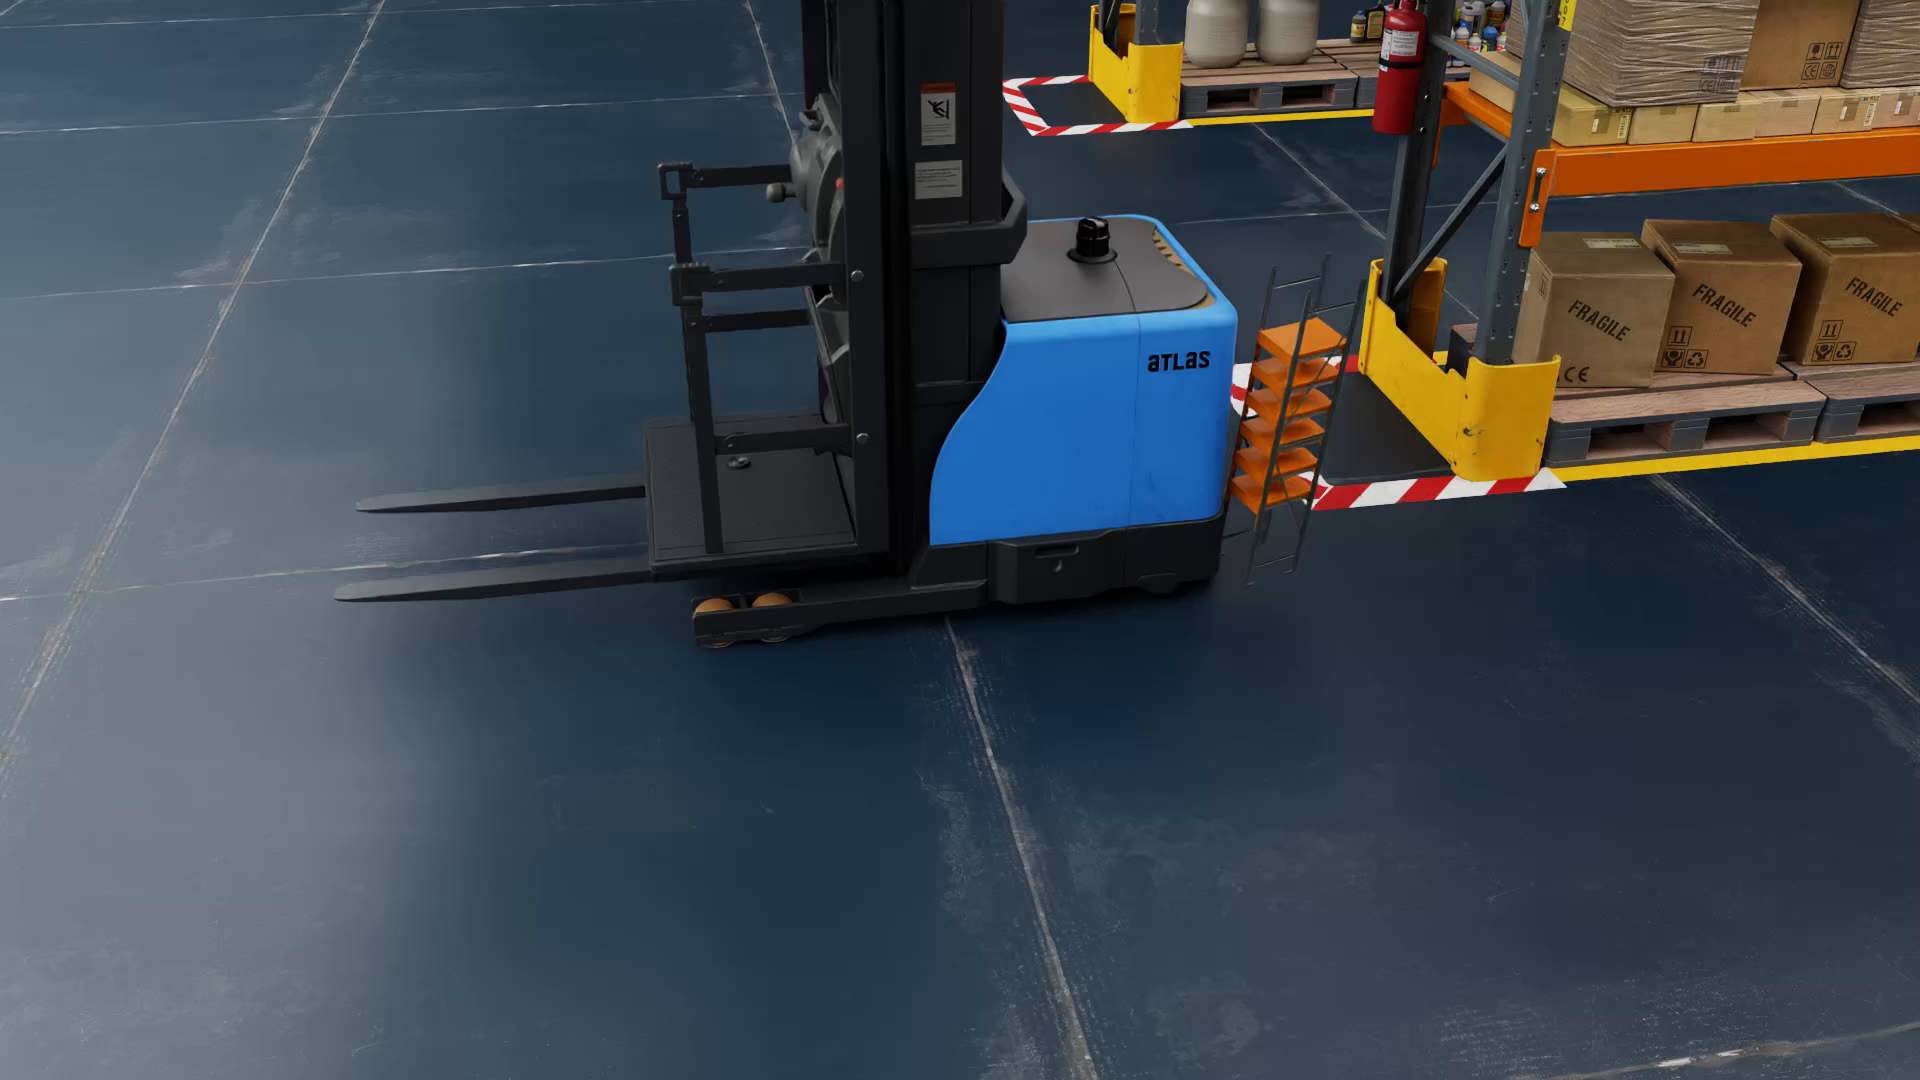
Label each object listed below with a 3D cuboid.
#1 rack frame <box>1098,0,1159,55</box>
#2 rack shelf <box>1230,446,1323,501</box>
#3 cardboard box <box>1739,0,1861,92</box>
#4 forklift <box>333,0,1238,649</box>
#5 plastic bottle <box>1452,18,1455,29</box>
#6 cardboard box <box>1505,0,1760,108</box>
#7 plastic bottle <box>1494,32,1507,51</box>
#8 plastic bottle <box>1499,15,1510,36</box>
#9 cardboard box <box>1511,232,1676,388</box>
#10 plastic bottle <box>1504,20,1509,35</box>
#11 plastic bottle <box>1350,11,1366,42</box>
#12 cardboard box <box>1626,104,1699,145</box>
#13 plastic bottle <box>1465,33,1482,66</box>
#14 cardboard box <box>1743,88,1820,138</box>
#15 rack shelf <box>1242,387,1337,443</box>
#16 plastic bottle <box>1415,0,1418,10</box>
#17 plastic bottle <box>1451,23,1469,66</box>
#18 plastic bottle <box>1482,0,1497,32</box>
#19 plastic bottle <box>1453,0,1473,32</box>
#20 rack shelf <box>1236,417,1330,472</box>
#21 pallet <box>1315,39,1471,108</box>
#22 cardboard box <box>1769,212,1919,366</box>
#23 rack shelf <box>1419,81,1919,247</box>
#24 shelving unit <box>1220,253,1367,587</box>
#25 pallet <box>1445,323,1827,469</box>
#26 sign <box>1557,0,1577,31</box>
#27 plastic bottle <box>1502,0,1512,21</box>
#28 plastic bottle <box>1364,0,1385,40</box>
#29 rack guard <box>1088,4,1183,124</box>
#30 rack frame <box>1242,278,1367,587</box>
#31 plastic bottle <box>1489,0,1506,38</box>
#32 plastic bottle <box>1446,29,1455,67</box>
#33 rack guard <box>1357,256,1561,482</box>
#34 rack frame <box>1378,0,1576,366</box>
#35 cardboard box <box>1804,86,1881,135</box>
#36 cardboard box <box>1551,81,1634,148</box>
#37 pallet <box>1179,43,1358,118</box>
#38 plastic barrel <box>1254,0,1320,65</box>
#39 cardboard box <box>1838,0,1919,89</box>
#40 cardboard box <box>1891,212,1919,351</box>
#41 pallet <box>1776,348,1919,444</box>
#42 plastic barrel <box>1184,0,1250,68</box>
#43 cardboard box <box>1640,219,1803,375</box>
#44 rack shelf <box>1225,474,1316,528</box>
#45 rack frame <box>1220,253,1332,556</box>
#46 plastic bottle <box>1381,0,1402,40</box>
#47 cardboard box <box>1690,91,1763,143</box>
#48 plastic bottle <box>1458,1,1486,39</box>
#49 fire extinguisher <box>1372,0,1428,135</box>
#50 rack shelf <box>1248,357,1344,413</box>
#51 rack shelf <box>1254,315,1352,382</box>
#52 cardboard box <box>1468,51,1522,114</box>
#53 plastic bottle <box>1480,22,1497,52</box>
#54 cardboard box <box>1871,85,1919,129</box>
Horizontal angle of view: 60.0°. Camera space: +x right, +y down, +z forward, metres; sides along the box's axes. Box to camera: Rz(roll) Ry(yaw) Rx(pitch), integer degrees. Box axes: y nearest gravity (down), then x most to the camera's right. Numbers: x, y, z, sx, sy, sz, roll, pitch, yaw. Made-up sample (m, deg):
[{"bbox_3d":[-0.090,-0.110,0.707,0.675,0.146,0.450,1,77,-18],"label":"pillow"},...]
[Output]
[{"bbox_3d":[1.110,-4.290,10.586,0.127,3.000,1.000,-5,31,-9],"label":"rack frame"},{"bbox_3d":[1.104,-0.256,5.808,0.258,0.103,0.180,-15,42,-24],"label":"rack shelf"},{"bbox_3d":[3.019,-2.134,6.527,0.500,0.500,0.875,-5,31,-9],"label":"cardboard box"},{"bbox_3d":[-0.641,-1.187,5.377,3.031,2.935,1.130,-6,31,-9],"label":"forklift"},{"bbox_3d":[3.454,-3.642,11.812,0.097,0.201,0.097,0,30,0],"label":"plastic bottle"},{"bbox_3d":[2.548,-2.028,6.348,0.500,0.500,0.875,-5,31,-9],"label":"cardboard box"},{"bbox_3d":[3.685,-3.351,11.317,0.097,0.201,0.097,0,30,0],"label":"plastic bottle"},{"bbox_3d":[3.777,-3.464,11.428,0.133,0.283,0.061,-5,31,-9],"label":"plastic bottle"},{"bbox_3d":[2.620,-0.972,6.996,0.500,0.500,0.500,0,30,0],"label":"cardboard box"},{"bbox_3d":[3.796,-3.408,11.340,0.135,0.276,0.152,-5,31,-8],"label":"plastic bottle"},{"bbox_3d":[2.838,-3.659,11.841,0.097,0.201,0.097,0,30,0],"label":"plastic bottle"},{"bbox_3d":[2.575,-1.632,6.315,0.250,0.149,0.380,-5,31,-9],"label":"cardboard box"},{"bbox_3d":[3.483,-3.333,11.285,0.097,0.201,0.097,0,30,0],"label":"plastic bottle"},{"bbox_3d":[3.066,-1.681,6.397,0.250,0.149,0.380,-5,31,-9],"label":"cardboard box"},{"bbox_3d":[1.120,-0.446,5.662,0.258,0.103,0.180,-15,42,-24],"label":"rack shelf"},{"bbox_3d":[3.227,-3.713,11.859,0.135,0.276,0.152,-6,31,-10],"label":"plastic bottle"},{"bbox_3d":[3.385,-3.354,11.252,0.097,0.271,0.097,0,30,0],"label":"plastic bottle"},{"bbox_3d":[3.821,-3.795,11.991,0.133,0.283,0.061,-4,31,-7],"label":"plastic bottle"},{"bbox_3d":[3.572,-3.780,11.898,0.185,0.351,0.144,-6,31,-9],"label":"plastic bottle"},{"bbox_3d":[1.112,-0.351,5.735,0.258,0.103,0.180,-15,42,-24],"label":"rack shelf"},{"bbox_3d":[3.174,-3.299,11.653,1.213,0.211,1.003,-5,31,-9],"label":"pallet"},{"bbox_3d":[3.821,-1.092,7.199,0.500,0.500,0.500,-3,31,-4],"label":"cardboard box"},{"bbox_3d":[3.970,-1.693,6.879,4.000,0.370,1.077,-5,31,-9],"label":"rack shelf"},{"bbox_3d":[1.115,-0.386,5.708,0.258,1.200,0.189,-15,42,-24],"label":"shelving unit"},{"bbox_3d":[2.883,-0.682,7.201,1.213,0.211,1.003,-5,31,-9],"label":"pallet"},{"bbox_3d":[2.100,-1.923,5.707,0.005,0.325,0.100,-5,31,-9],"label":"sign"},{"bbox_3d":[3.991,-3.819,11.964,0.185,0.351,0.144,-7,31,-11],"label":"plastic bottle"},{"bbox_3d":[2.950,-3.714,11.854,0.133,0.283,0.061,-5,31,-8],"label":"plastic bottle"},{"bbox_3d":[1.177,-3.243,11.271,0.348,0.500,1.175,-5,31,-9],"label":"rack guard"},{"bbox_3d":[1.159,-0.335,5.645,0.240,1.200,0.006,-15,42,-24],"label":"rack frame"},{"bbox_3d":[3.853,-3.752,11.930,0.097,0.271,0.097,0,30,0],"label":"plastic bottle"},{"bbox_3d":[3.287,-3.345,11.237,0.097,0.271,0.097,0,30,0],"label":"plastic bottle"},{"bbox_3d":[2.077,-0.750,7.032,0.348,0.500,1.175,-5,31,-9],"label":"rack guard"},{"bbox_3d":[2.002,-1.820,6.386,0.127,3.000,1.000,-5,31,-9],"label":"rack frame"},{"bbox_3d":[3.313,-1.700,6.430,0.250,0.149,0.380,-5,31,-9],"label":"cardboard box"},{"bbox_3d":[2.326,-1.619,6.292,0.250,0.149,0.380,-5,31,-9],"label":"cardboard box"},{"bbox_3d":[1.977,-3.190,11.466,1.213,0.211,1.003,-5,31,-9],"label":"pallet"},{"bbox_3d":[2.237,-3.542,11.355,0.421,0.512,0.421,0,30,0],"label":"plastic barrel"},{"bbox_3d":[3.518,-2.158,6.568,0.500,0.500,0.875,-5,31,-9],"label":"cardboard box"},{"bbox_3d":[4.378,-1.120,7.248,0.500,0.500,0.500,-8,31,-13],"label":"cardboard box"},{"bbox_3d":[4.080,-0.791,7.388,1.213,0.211,1.003,-5,31,-9],"label":"pallet"},{"bbox_3d":[1.744,-3.496,11.277,0.421,0.512,0.421,0,30,0],"label":"plastic barrel"},{"bbox_3d":[3.202,-1.044,7.118,0.500,0.500,0.500,2,31,4],"label":"cardboard box"},{"bbox_3d":[1.096,-0.161,5.880,0.258,0.103,0.180,-15,42,-24],"label":"rack shelf"},{"bbox_3d":[1.072,-0.438,5.770,0.240,1.200,0.006,-15,42,-24],"label":"rack frame"},{"bbox_3d":[3.091,-3.701,11.838,0.135,0.276,0.152,-5,31,-9],"label":"plastic bottle"},{"bbox_3d":[2.824,-1.648,6.341,0.250,0.149,0.380,-5,31,-9],"label":"cardboard box"},{"bbox_3d":[3.624,-3.676,11.795,0.135,0.276,0.152,-5,31,-9],"label":"plastic bottle"},{"bbox_3d":[1.807,-2.006,6.779,0.183,0.674,0.296,-5,31,-9],"label":"fire extinguisher"},{"bbox_3d":[1.128,-0.541,5.589,0.258,0.103,0.180,-15,42,-24],"label":"rack shelf"},{"bbox_3d":[1.136,-0.636,5.516,0.258,0.103,0.180,-15,42,-24],"label":"rack shelf"},{"bbox_3d":[2.246,-1.841,6.669,0.250,0.149,0.380,-5,31,-9],"label":"cardboard box"},{"bbox_3d":[3.585,-3.372,11.284,0.097,0.271,0.097,0,30,0],"label":"plastic bottle"},{"bbox_3d":[3.554,-1.737,6.492,0.250,0.149,0.380,-5,31,-9],"label":"cardboard box"}]
